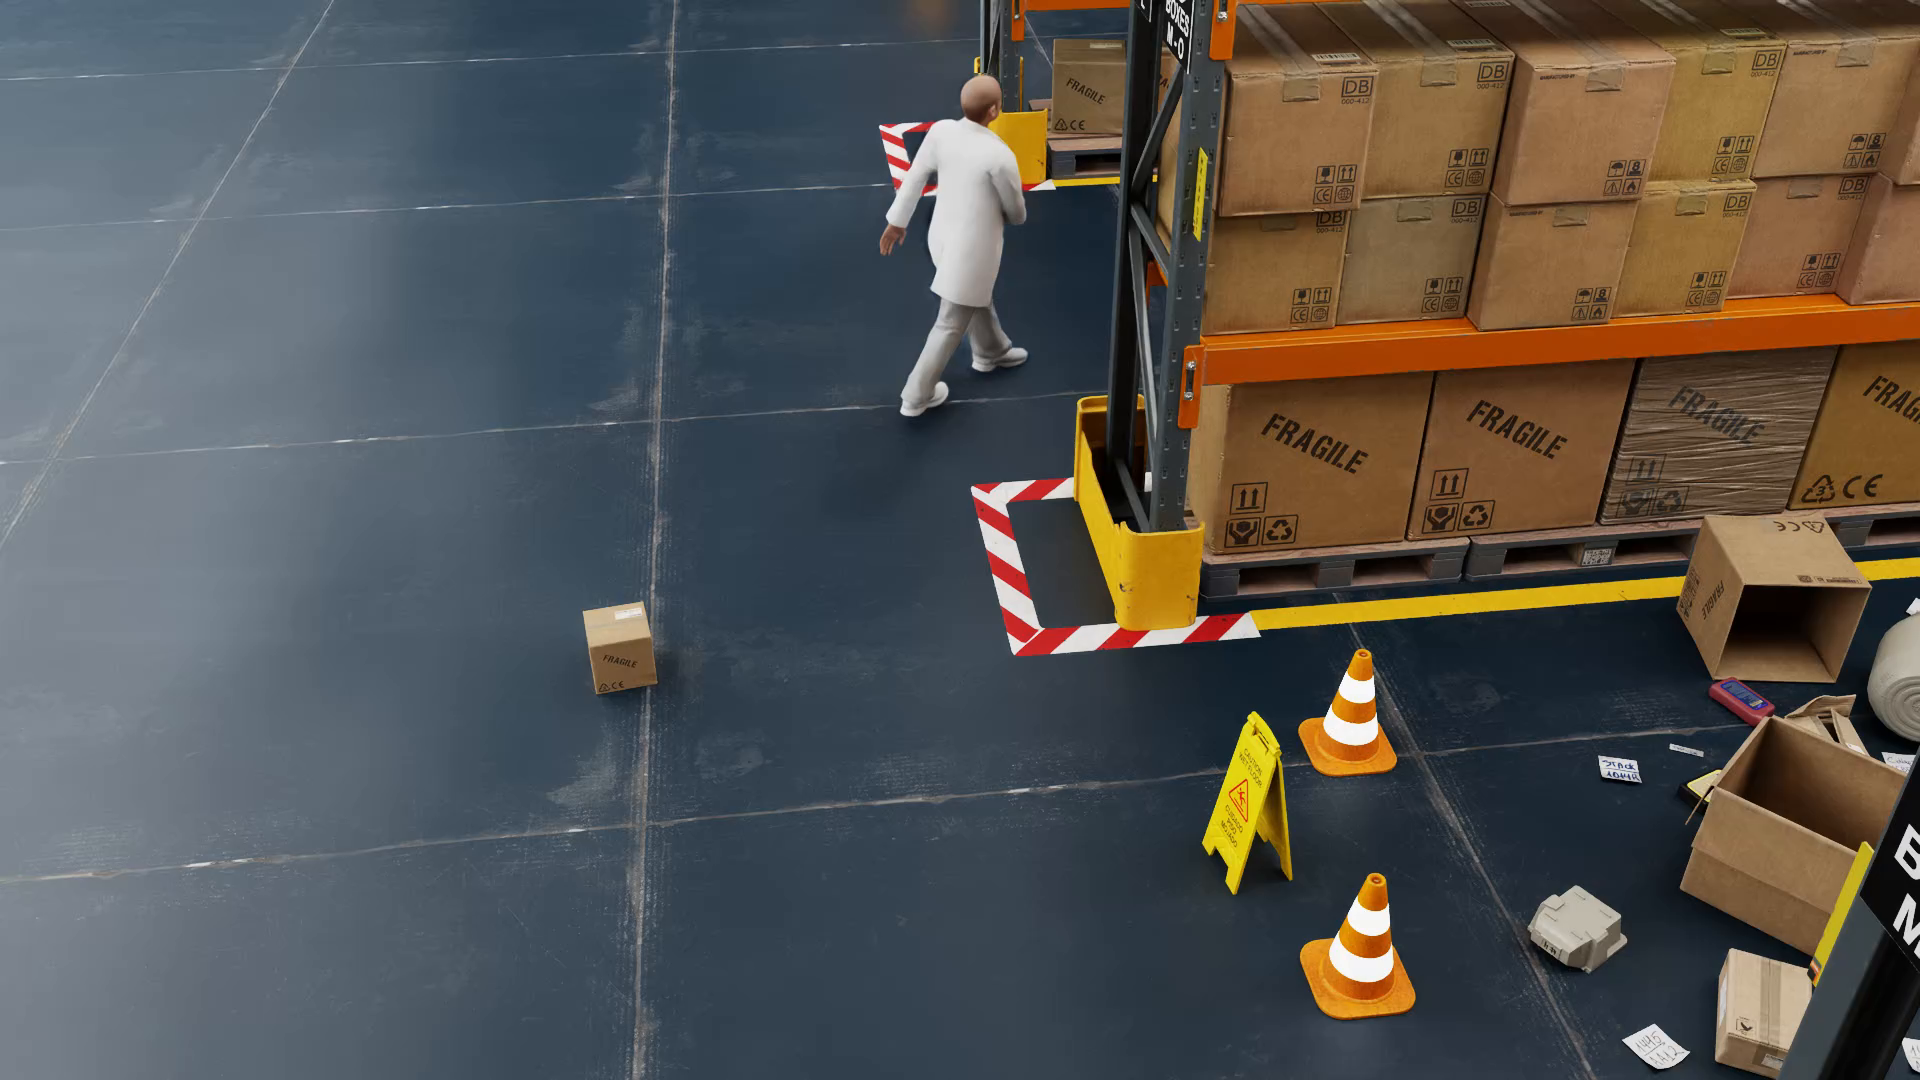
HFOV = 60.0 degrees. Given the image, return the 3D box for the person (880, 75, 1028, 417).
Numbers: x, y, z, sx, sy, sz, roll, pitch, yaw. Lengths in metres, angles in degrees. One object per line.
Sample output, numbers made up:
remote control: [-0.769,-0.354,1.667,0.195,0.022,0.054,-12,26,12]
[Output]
person: [0.056,-1.512,8.352,0.975,1.742,0.690,-27,42,-33]
